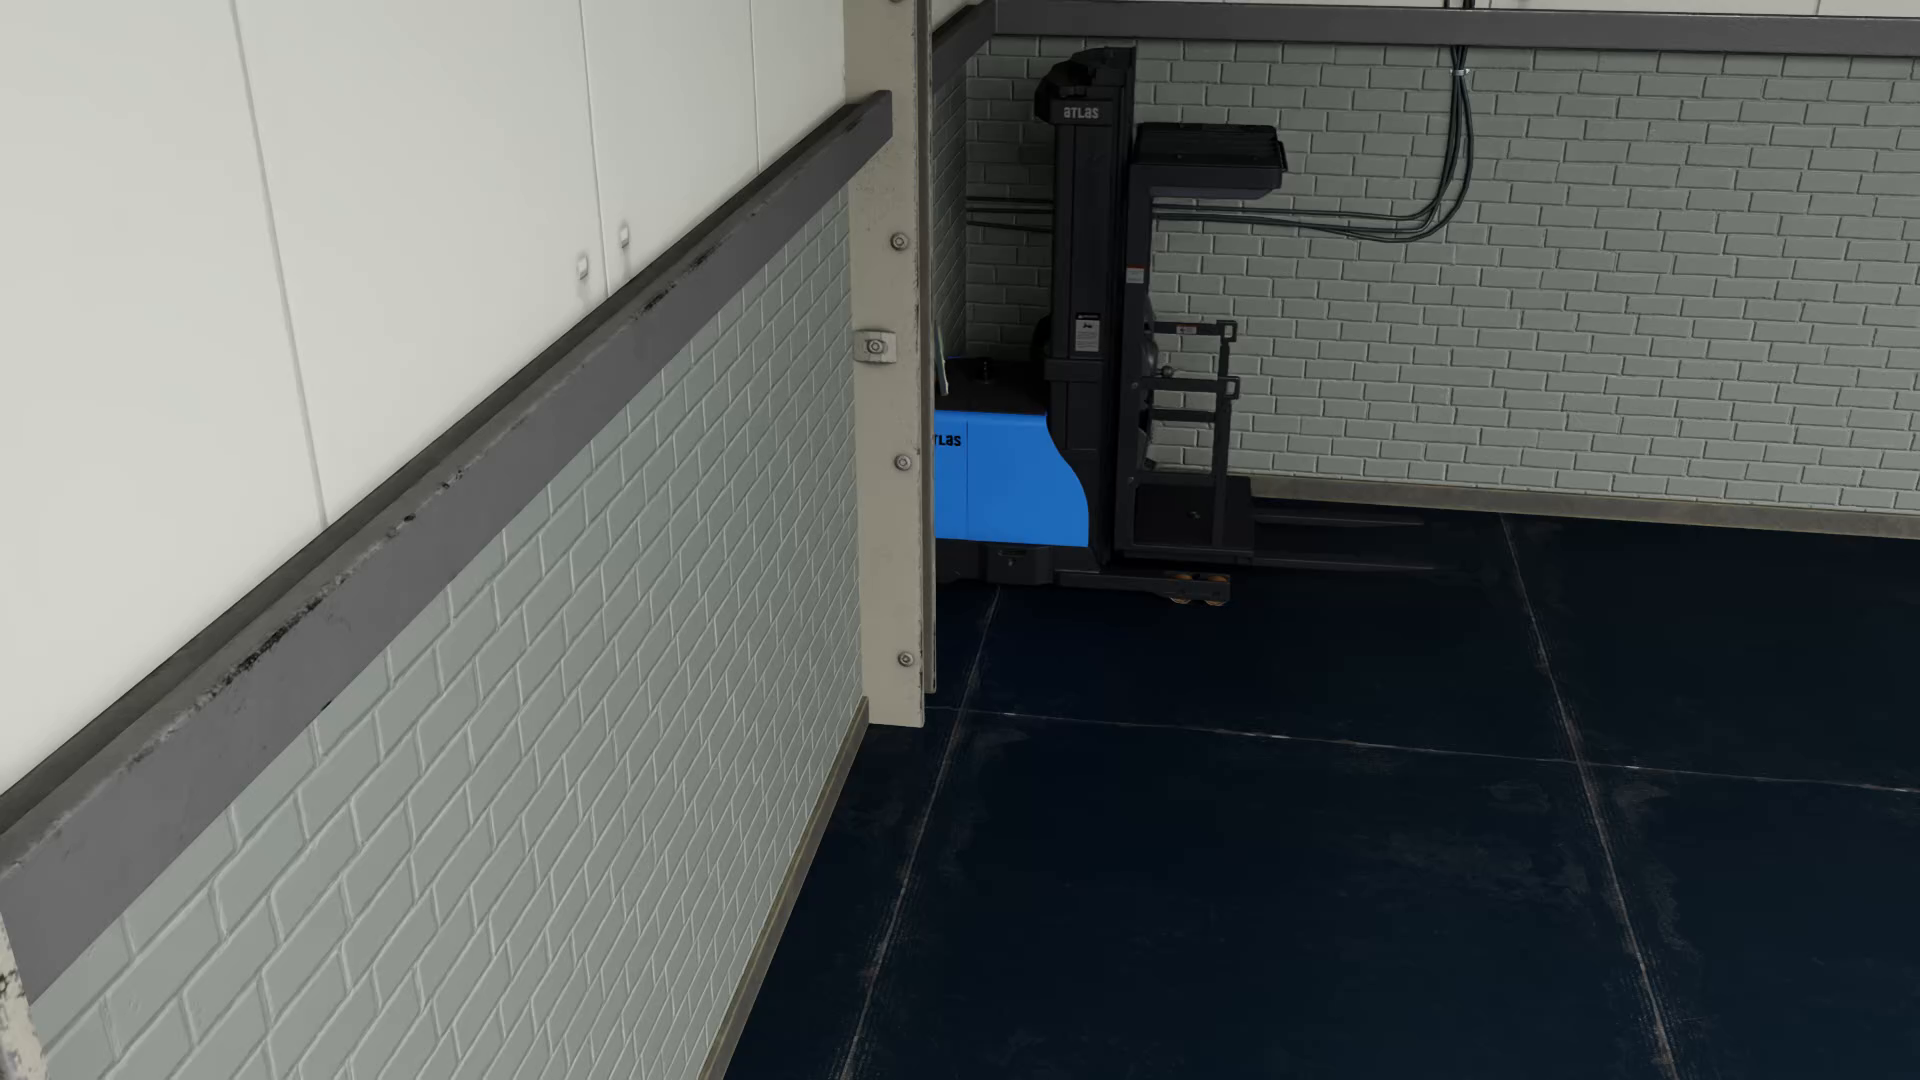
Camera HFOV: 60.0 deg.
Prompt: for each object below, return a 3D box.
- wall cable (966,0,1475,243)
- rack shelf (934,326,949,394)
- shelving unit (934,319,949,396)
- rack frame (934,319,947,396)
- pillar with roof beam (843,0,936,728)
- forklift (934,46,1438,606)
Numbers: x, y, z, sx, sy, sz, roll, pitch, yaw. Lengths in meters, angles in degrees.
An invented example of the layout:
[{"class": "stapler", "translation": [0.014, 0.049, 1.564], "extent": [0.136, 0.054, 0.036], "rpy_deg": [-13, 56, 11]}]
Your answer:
[{"class": "wall cable", "translation": [1.480, -2.972, 9.647], "extent": [3.097, 2.526, 0.112], "rpy_deg": [4, 25, 9]}, {"class": "rack shelf", "translation": [-0.292, -1.042, 9.712], "extent": [0.431, 0.370, 0.720], "rpy_deg": [-8, 27, 2]}, {"class": "shelving unit", "translation": [-0.238, -0.698, 9.889], "extent": [0.431, 1.500, 0.755], "rpy_deg": [-8, 27, 2]}, {"class": "rack frame", "translation": [-0.229, -0.532, 9.563], "extent": [0.400, 1.500, 0.023], "rpy_deg": [-8, 27, 2]}, {"class": "pillar with roof beam", "translation": [3.941, -2.939, 5.915], "extent": [9.100, 9.000, 0.400], "rpy_deg": [4, 25, 9]}, {"class": "forklift", "translation": [1.243, -1.194, 9.344], "extent": [3.031, 2.935, 1.130], "rpy_deg": [3, 25, 7]}]
